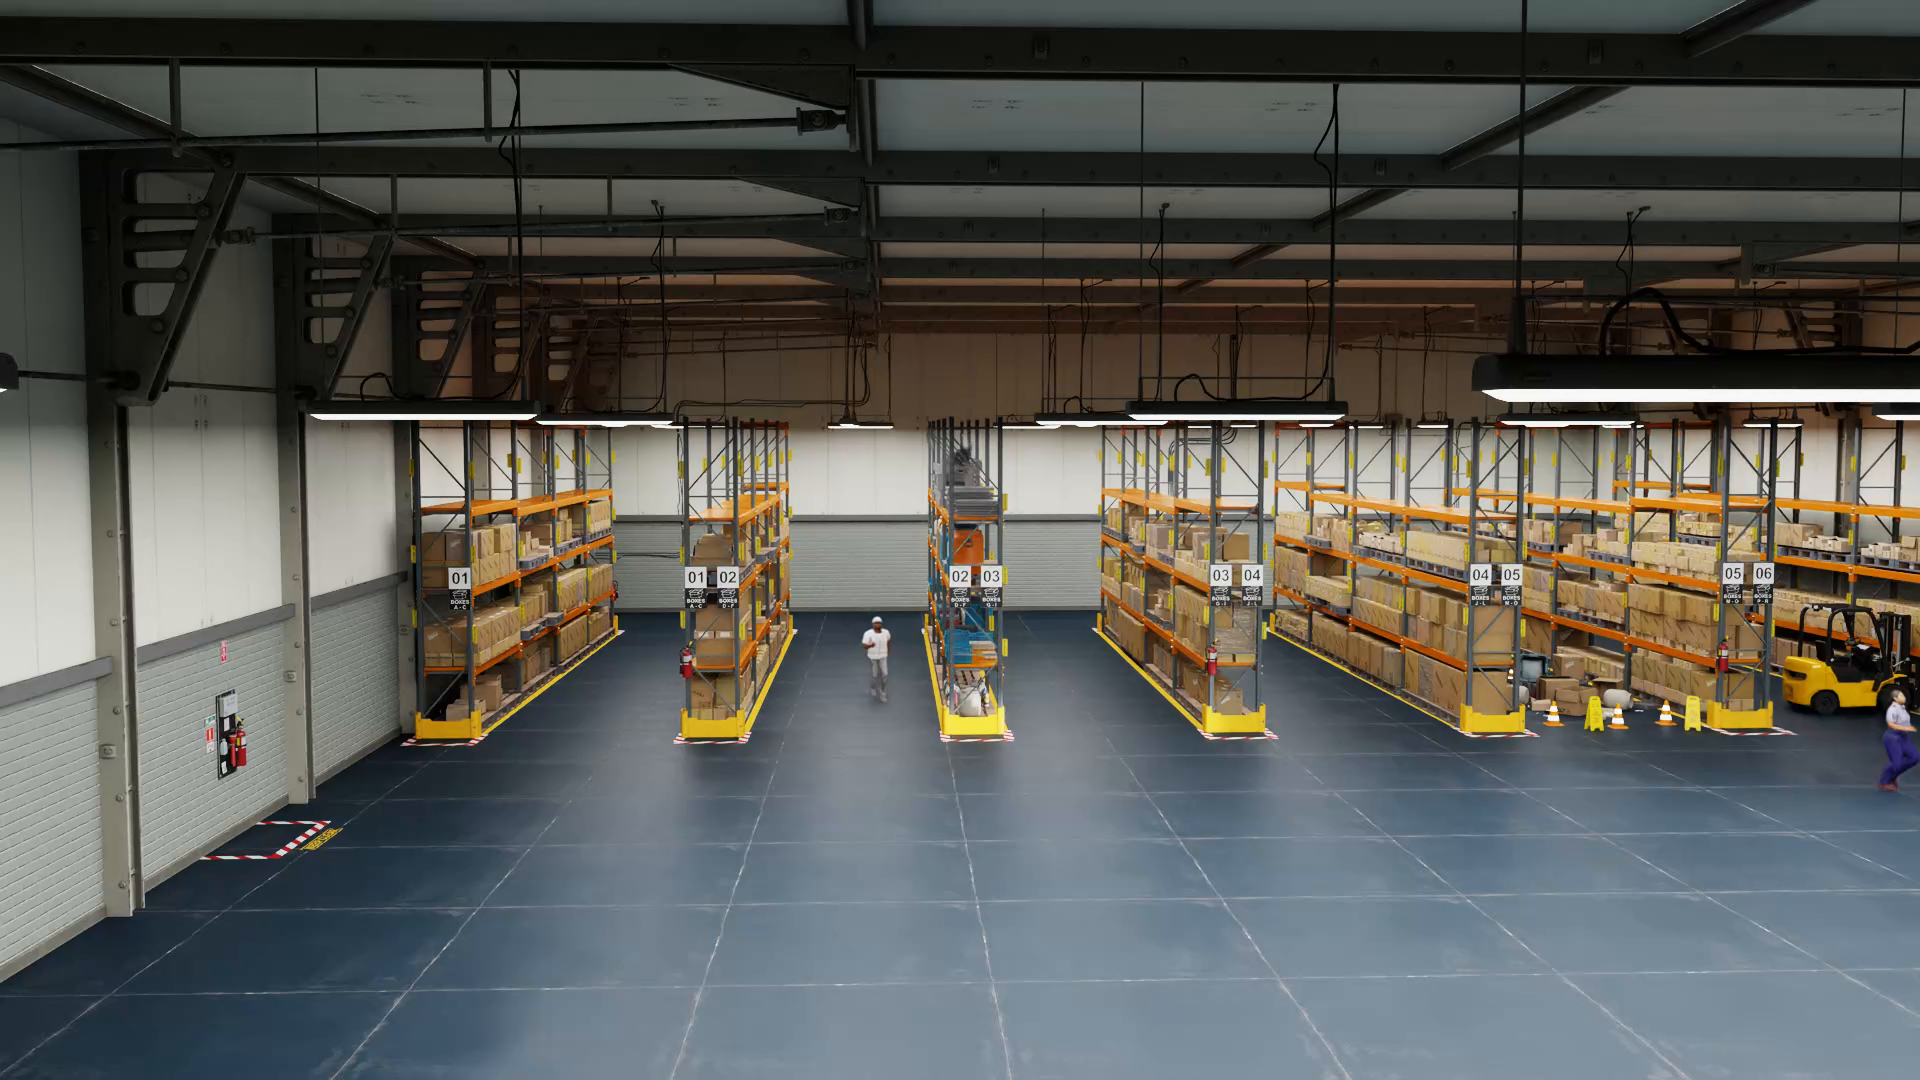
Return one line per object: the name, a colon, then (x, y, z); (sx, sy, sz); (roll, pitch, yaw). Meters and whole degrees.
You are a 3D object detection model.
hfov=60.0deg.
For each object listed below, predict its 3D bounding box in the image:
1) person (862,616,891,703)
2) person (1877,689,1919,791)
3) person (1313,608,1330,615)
person: (-1.747, 2.535, 35.347); (0.674, 1.821, 0.730); (-1, 4, -14)
person: (14.911, 3.182, 26.408); (0.661, 1.617, 0.570); (-4, 5, -43)
person: (10.705, 1.639, 48.961); (0.988, 1.801, 0.688); (0, 4, 1)
